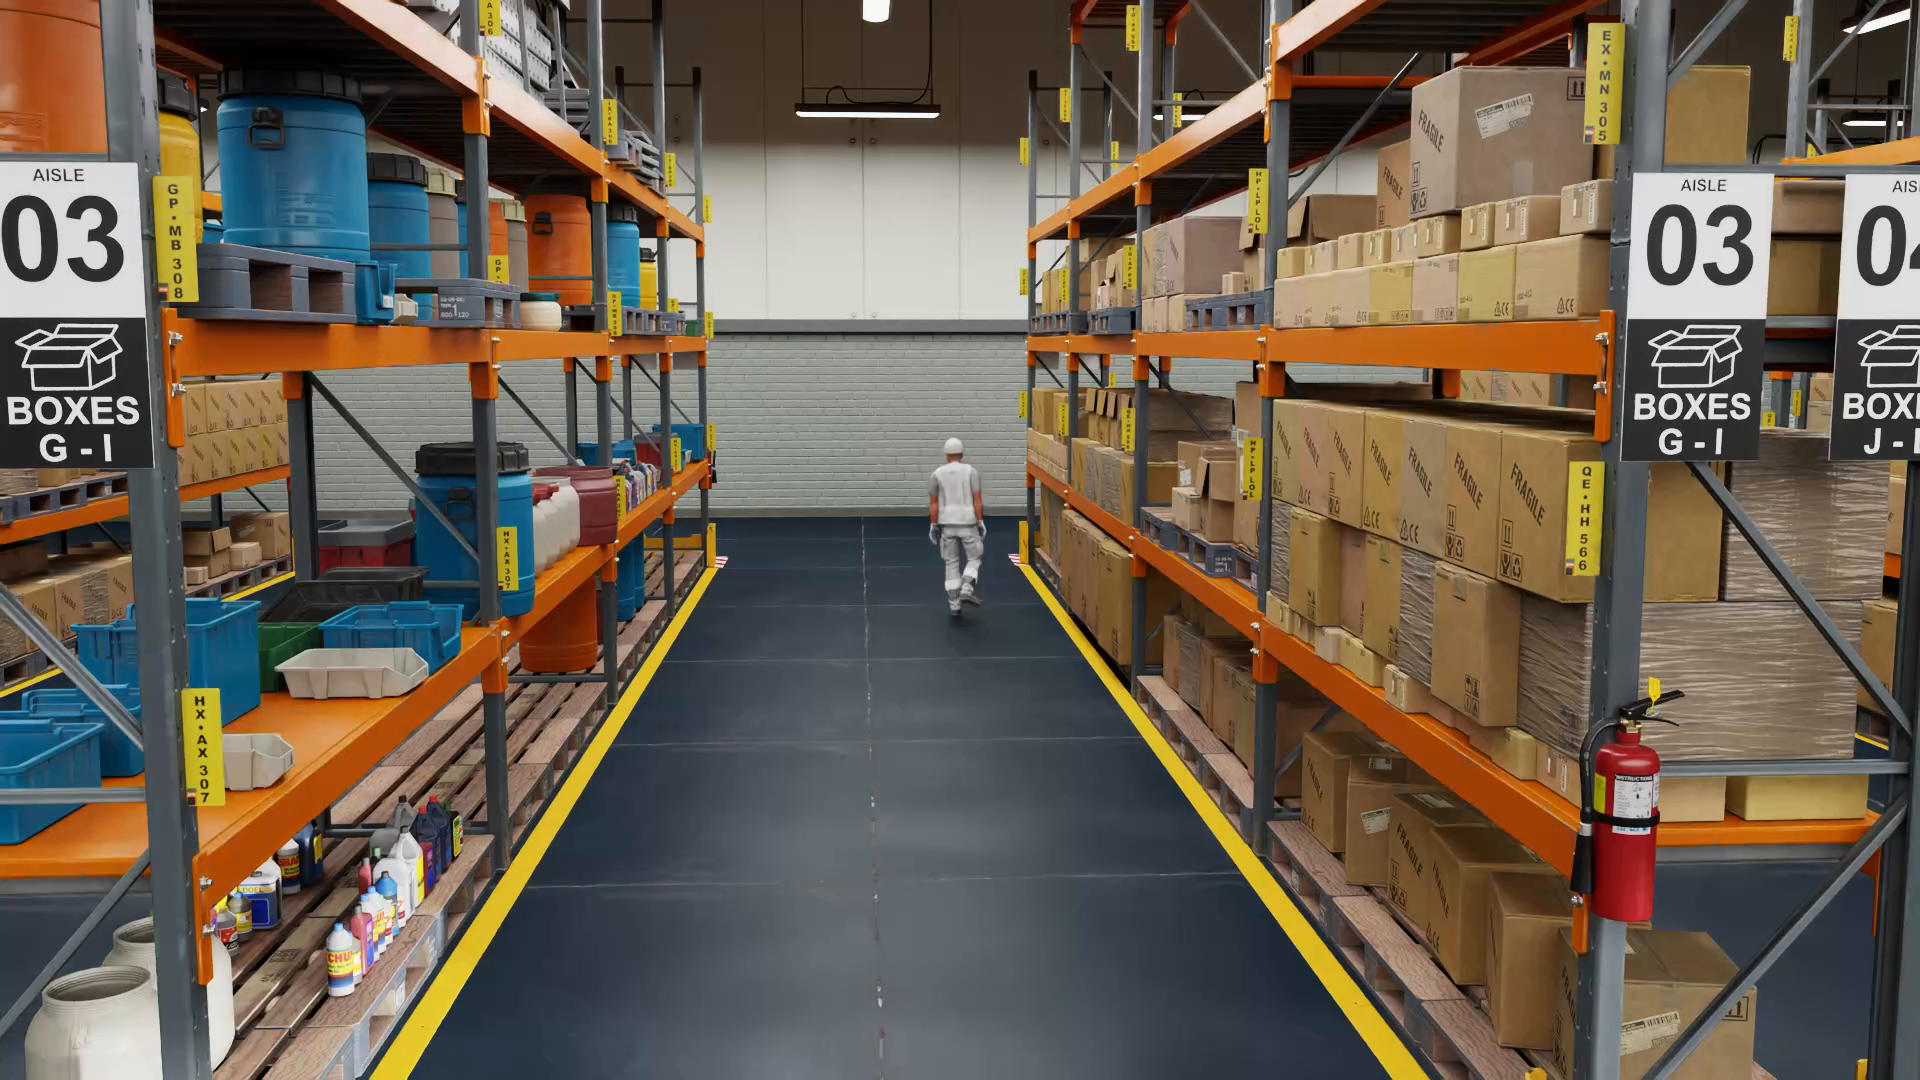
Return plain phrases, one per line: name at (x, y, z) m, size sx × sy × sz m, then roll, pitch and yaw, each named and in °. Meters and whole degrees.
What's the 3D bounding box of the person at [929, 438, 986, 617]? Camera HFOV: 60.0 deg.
person at (-0.027, -0.127, 16.669) m, size 0.588 × 1.777 × 0.558 m, roll 1°, pitch 7°, yaw 8°
